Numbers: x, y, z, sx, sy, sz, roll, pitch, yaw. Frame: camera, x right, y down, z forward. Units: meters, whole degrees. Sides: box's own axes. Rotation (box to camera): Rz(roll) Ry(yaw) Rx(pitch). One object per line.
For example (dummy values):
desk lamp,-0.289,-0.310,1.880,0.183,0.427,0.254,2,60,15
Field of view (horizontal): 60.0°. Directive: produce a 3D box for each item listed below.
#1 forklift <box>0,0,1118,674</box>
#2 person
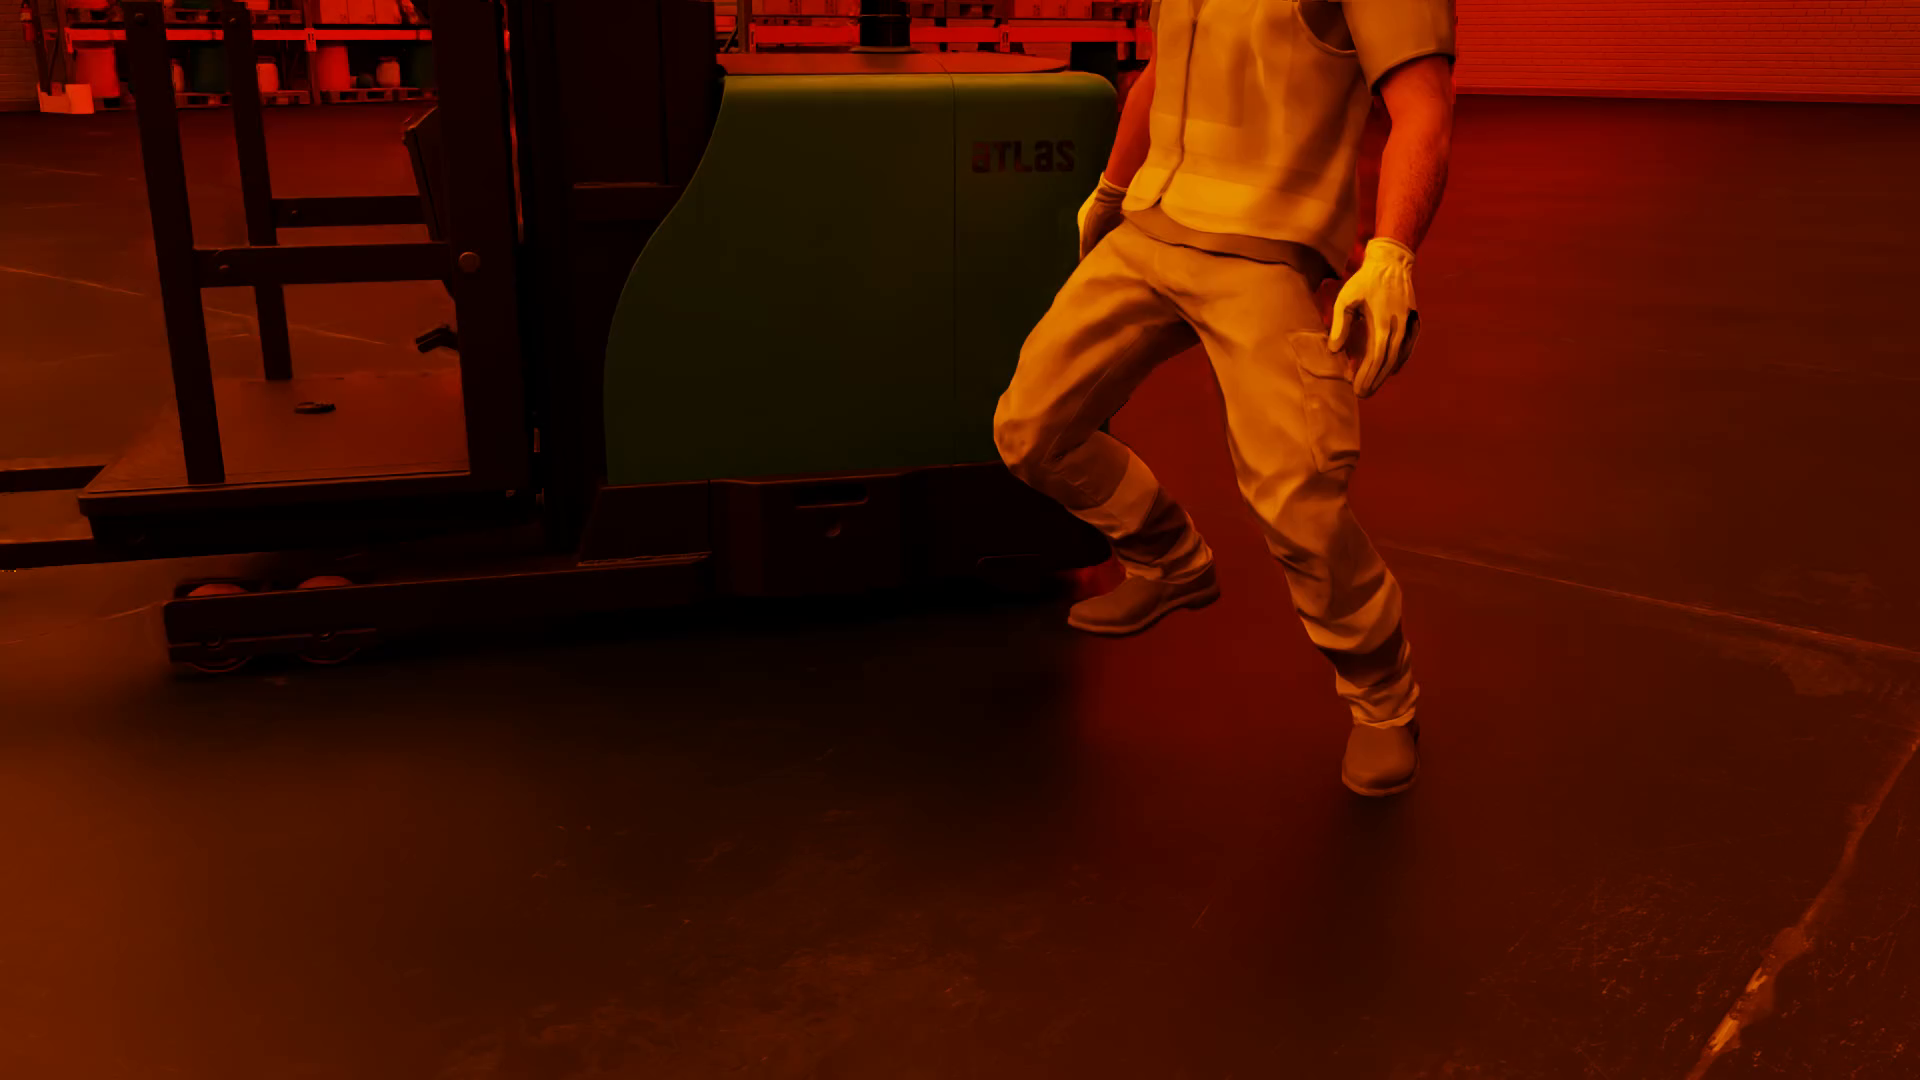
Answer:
forklift,-1.245,-1.322,3.249,3.031,2.935,1.130,-4,17,-14
person,0.428,-0.477,2.663,0.556,1.685,0.949,-9,19,-28
